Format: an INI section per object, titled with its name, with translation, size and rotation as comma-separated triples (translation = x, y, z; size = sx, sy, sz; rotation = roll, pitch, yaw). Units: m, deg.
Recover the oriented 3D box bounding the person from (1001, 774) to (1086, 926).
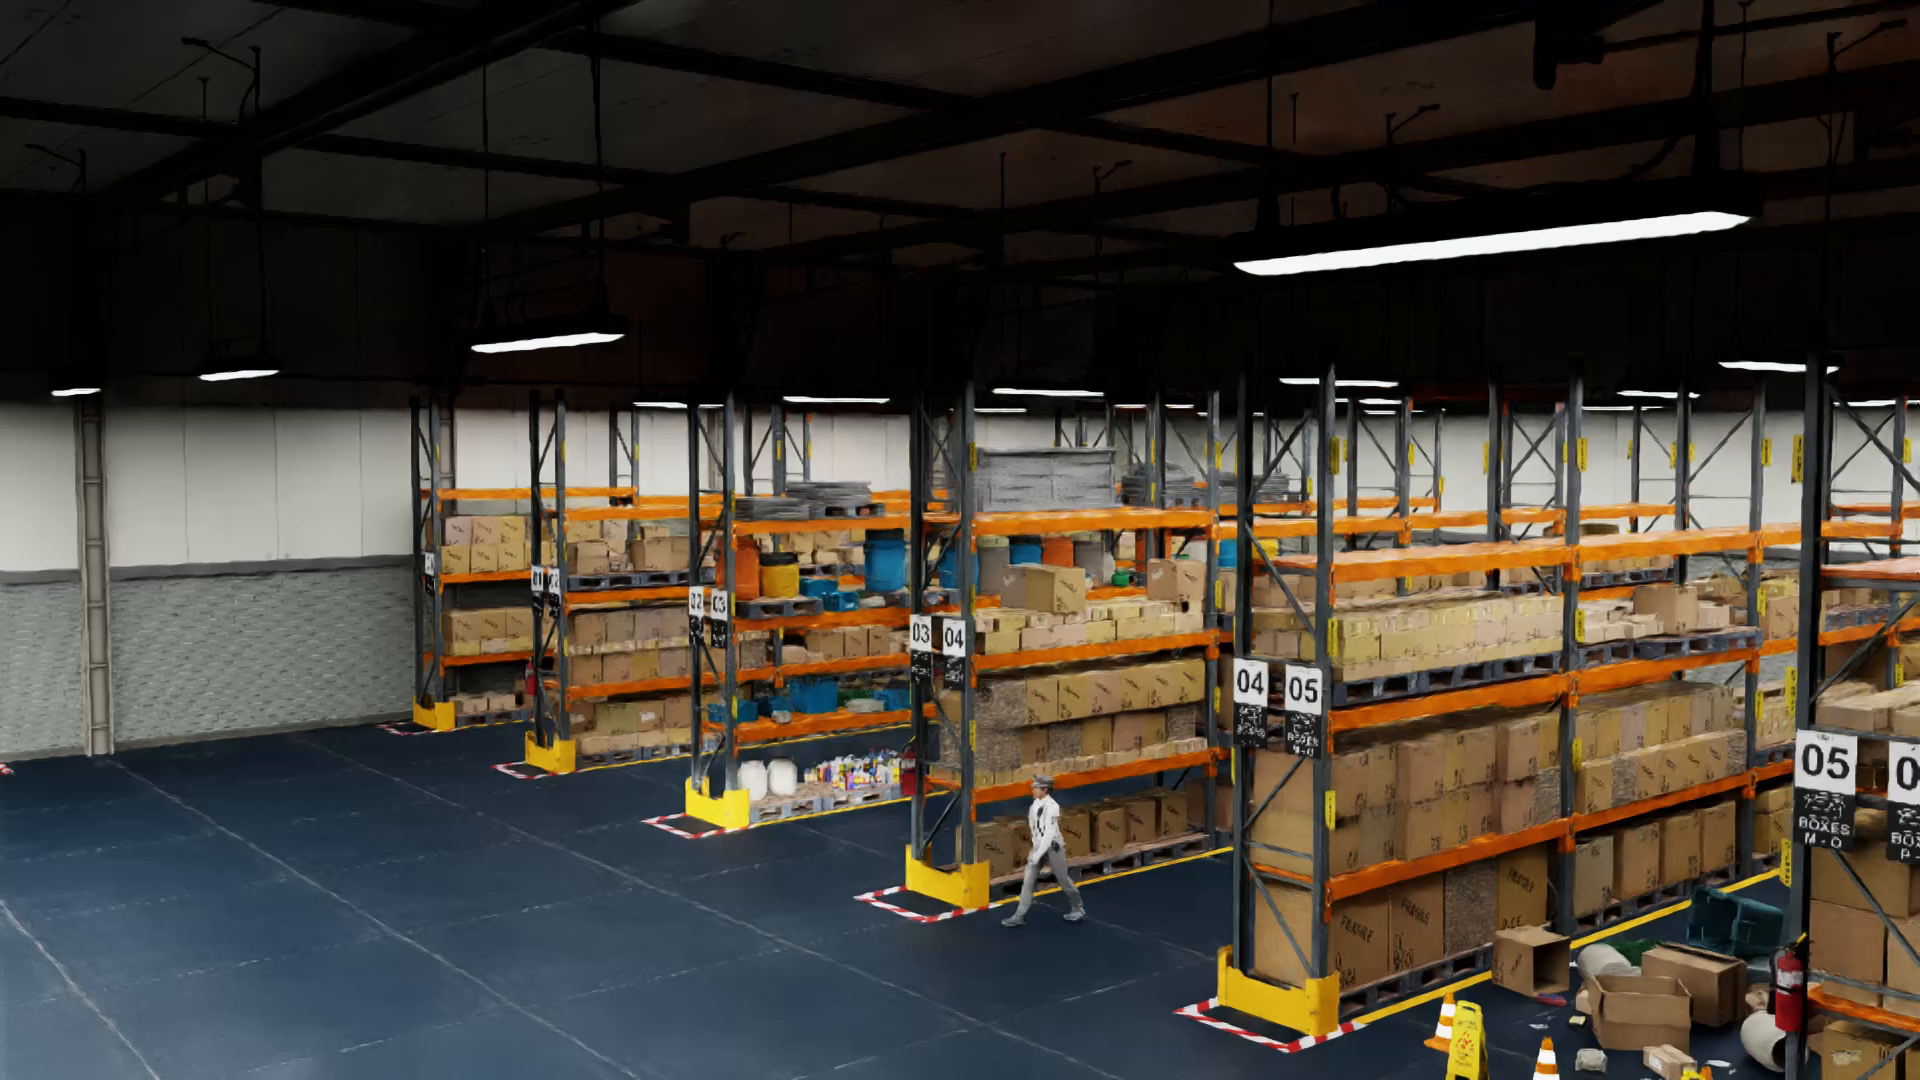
[person]
translation = 0.907, 3.288, 17.710
size = 0.977, 1.612, 0.461
rotation = -2, 4, -32
